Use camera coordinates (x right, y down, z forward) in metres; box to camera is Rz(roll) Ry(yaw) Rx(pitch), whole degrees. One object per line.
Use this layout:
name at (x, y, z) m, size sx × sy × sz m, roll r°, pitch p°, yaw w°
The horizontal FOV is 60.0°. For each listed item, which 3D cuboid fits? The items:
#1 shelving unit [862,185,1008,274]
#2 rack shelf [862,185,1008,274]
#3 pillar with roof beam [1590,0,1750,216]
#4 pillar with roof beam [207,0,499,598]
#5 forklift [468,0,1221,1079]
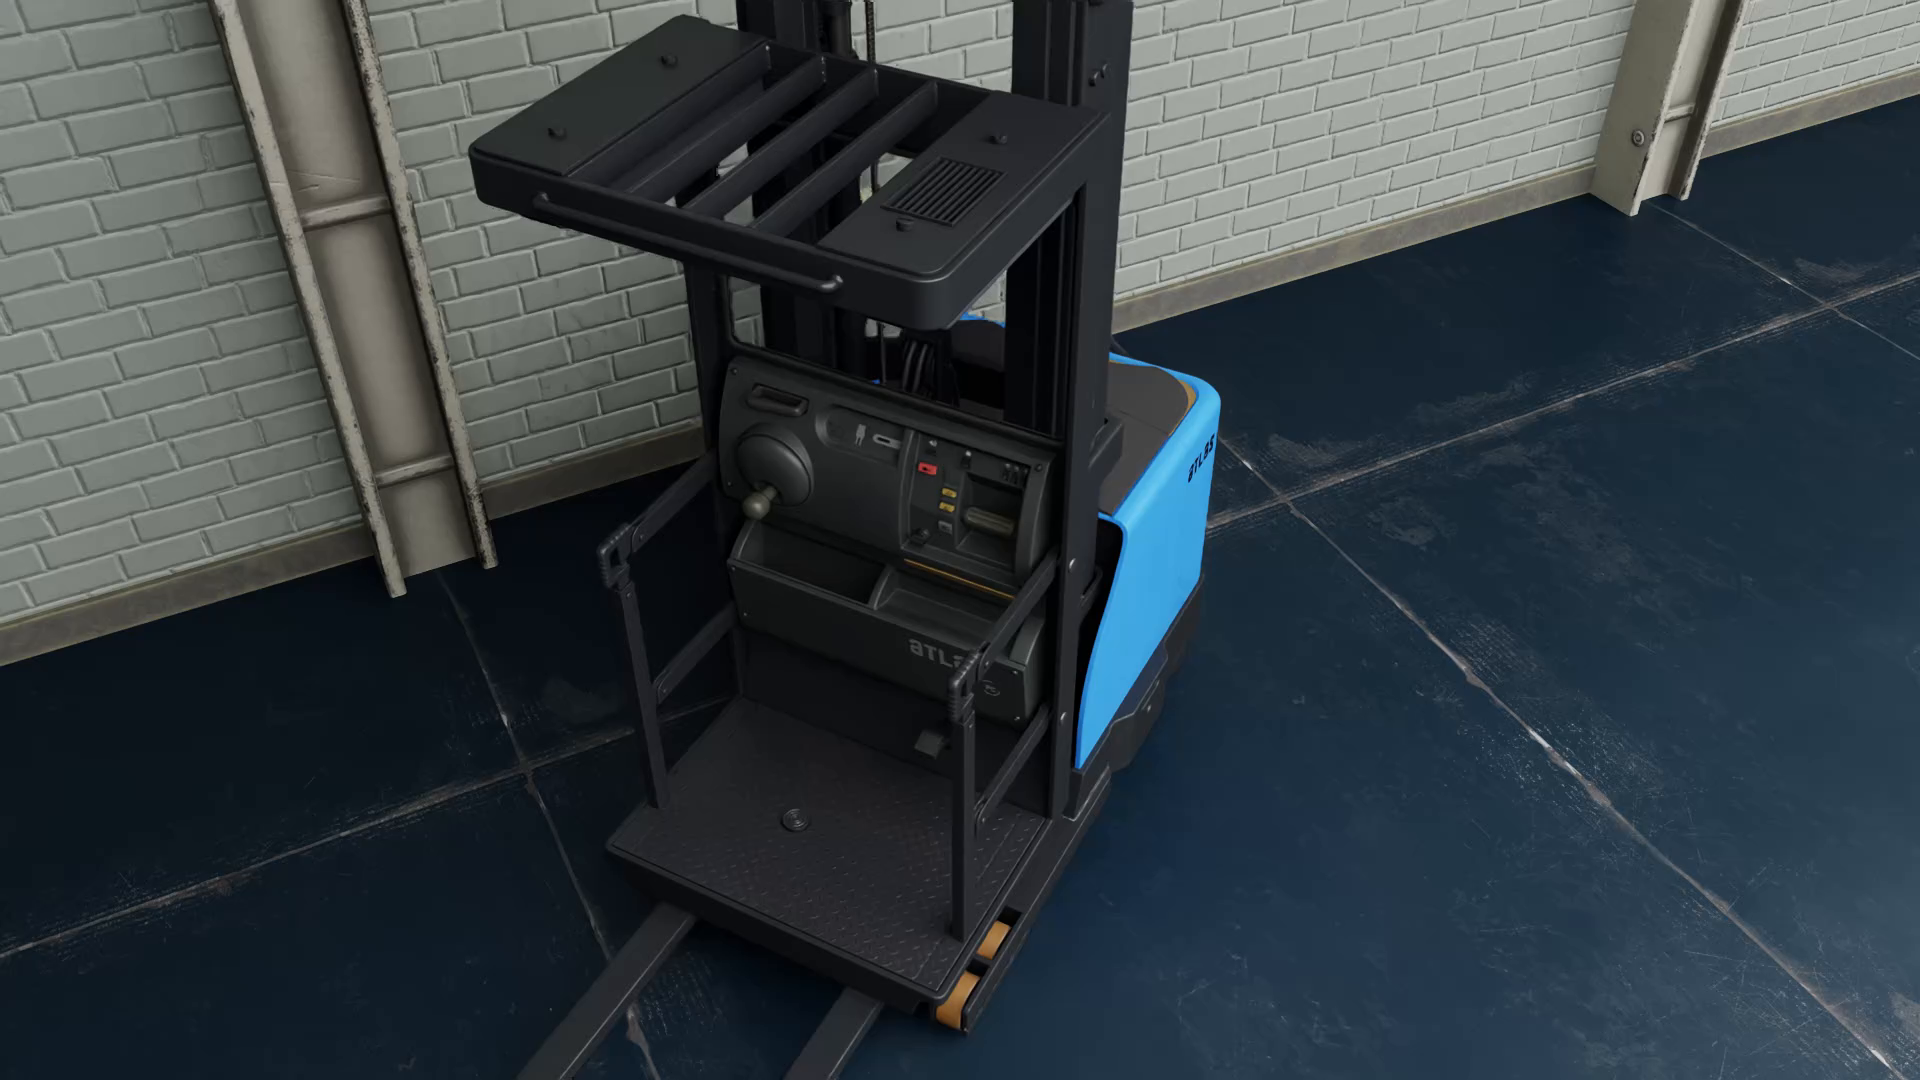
shelving unit at (-0.030, -0.693, 5.907) m, size 0.755 × 1.500 × 0.431 m, roll -8°, pitch 41°, yaw -10°
rack shelf at (-0.030, -0.991, 5.655) m, size 0.720 × 0.370 × 0.431 m, roll -8°, pitch 41°, yaw -10°
pillar with roof beam at (5.361, -2.696, 2.469) m, size 0.400 × 9.000 × 9.100 m, roll -19°, pitch 44°, yaw -21°
pillar with roof beam at (0.040, -0.905, 0.354) m, size 0.400 × 9.000 × 9.100 m, roll -19°, pitch 44°, yaw -21°
forklift at (-0.307, -0.091, 4.089) m, size 1.130 × 2.935 × 3.031 m, roll 19°, pitch 44°, yaw 21°
